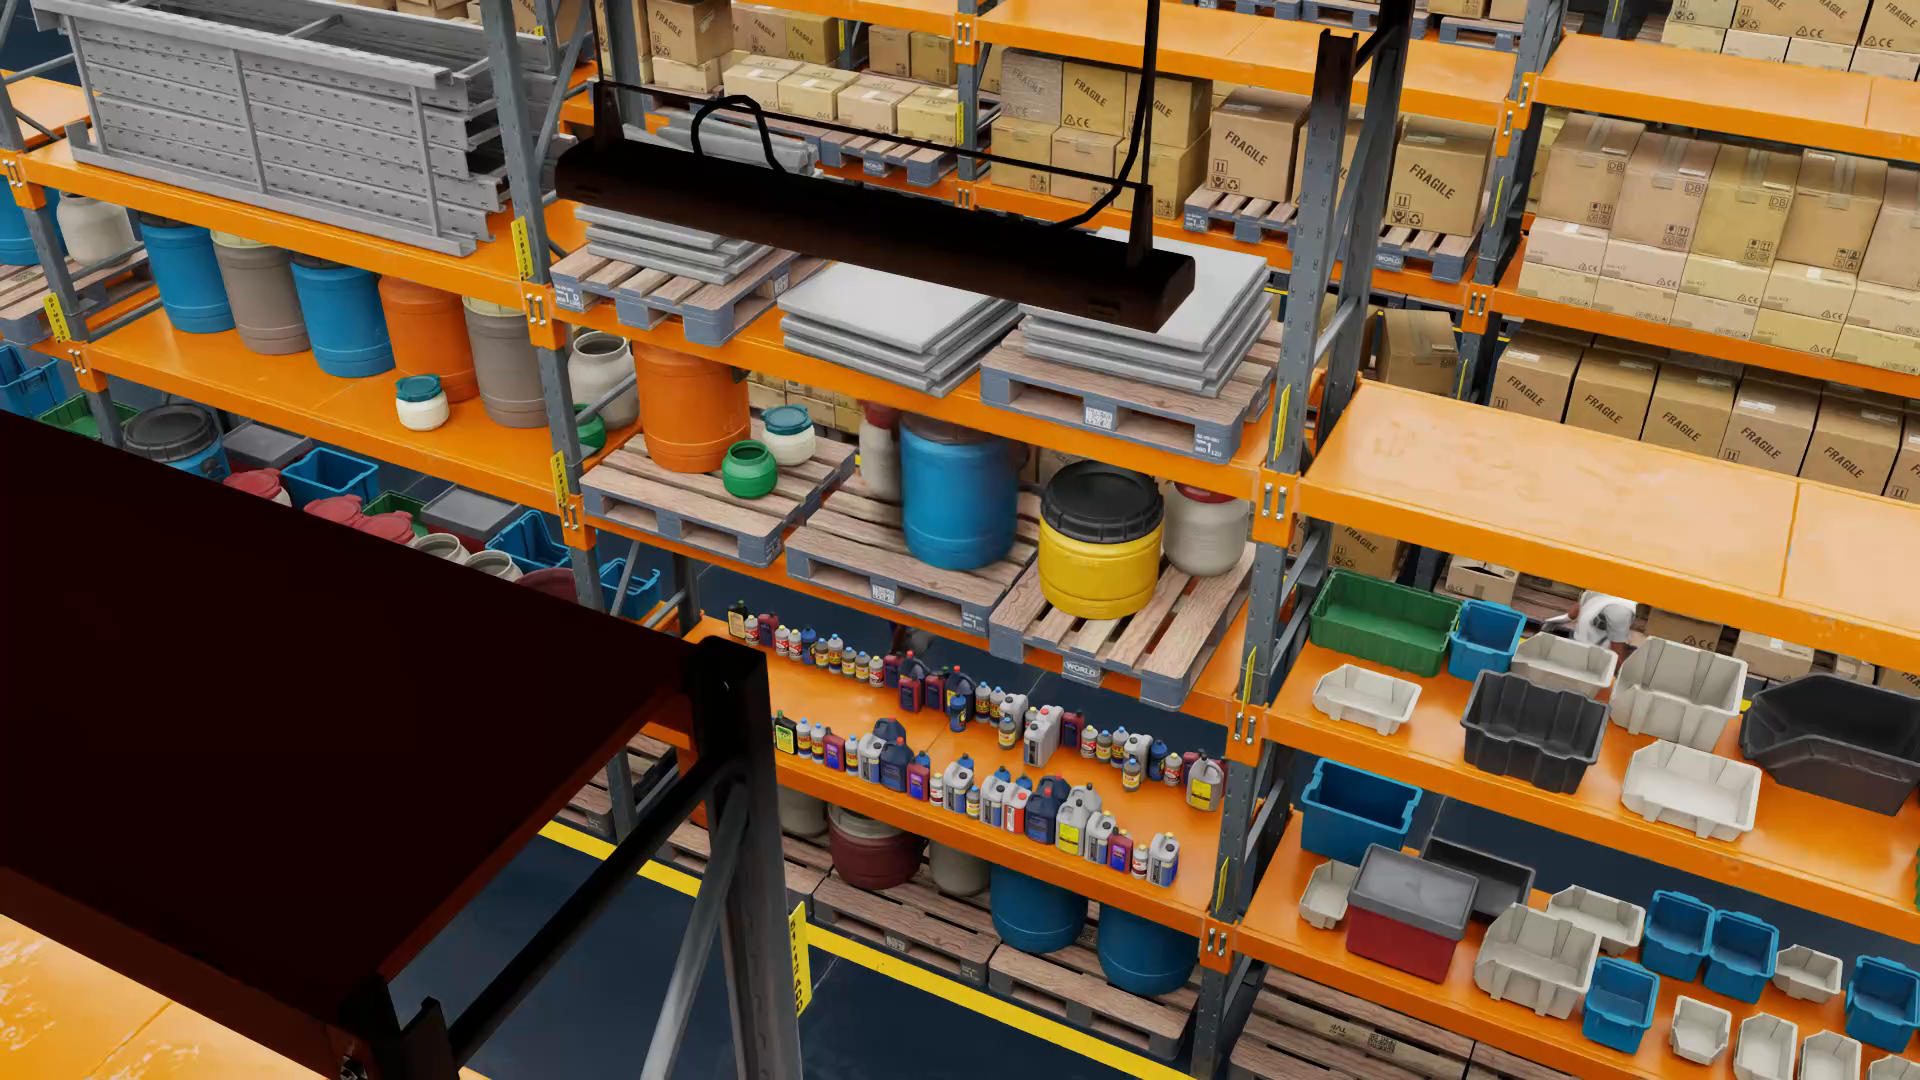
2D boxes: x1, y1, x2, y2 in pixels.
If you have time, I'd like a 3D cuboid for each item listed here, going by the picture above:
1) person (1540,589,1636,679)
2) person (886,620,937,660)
[{"bbox_3d":[4.265,0.733,11.308,1.094,1.726,0.560,15,38,20],"label":"person"},{"bbox_3d":[-0.285,0.694,11.481,0.554,1.641,0.540,14,37,18],"label":"person"}]
